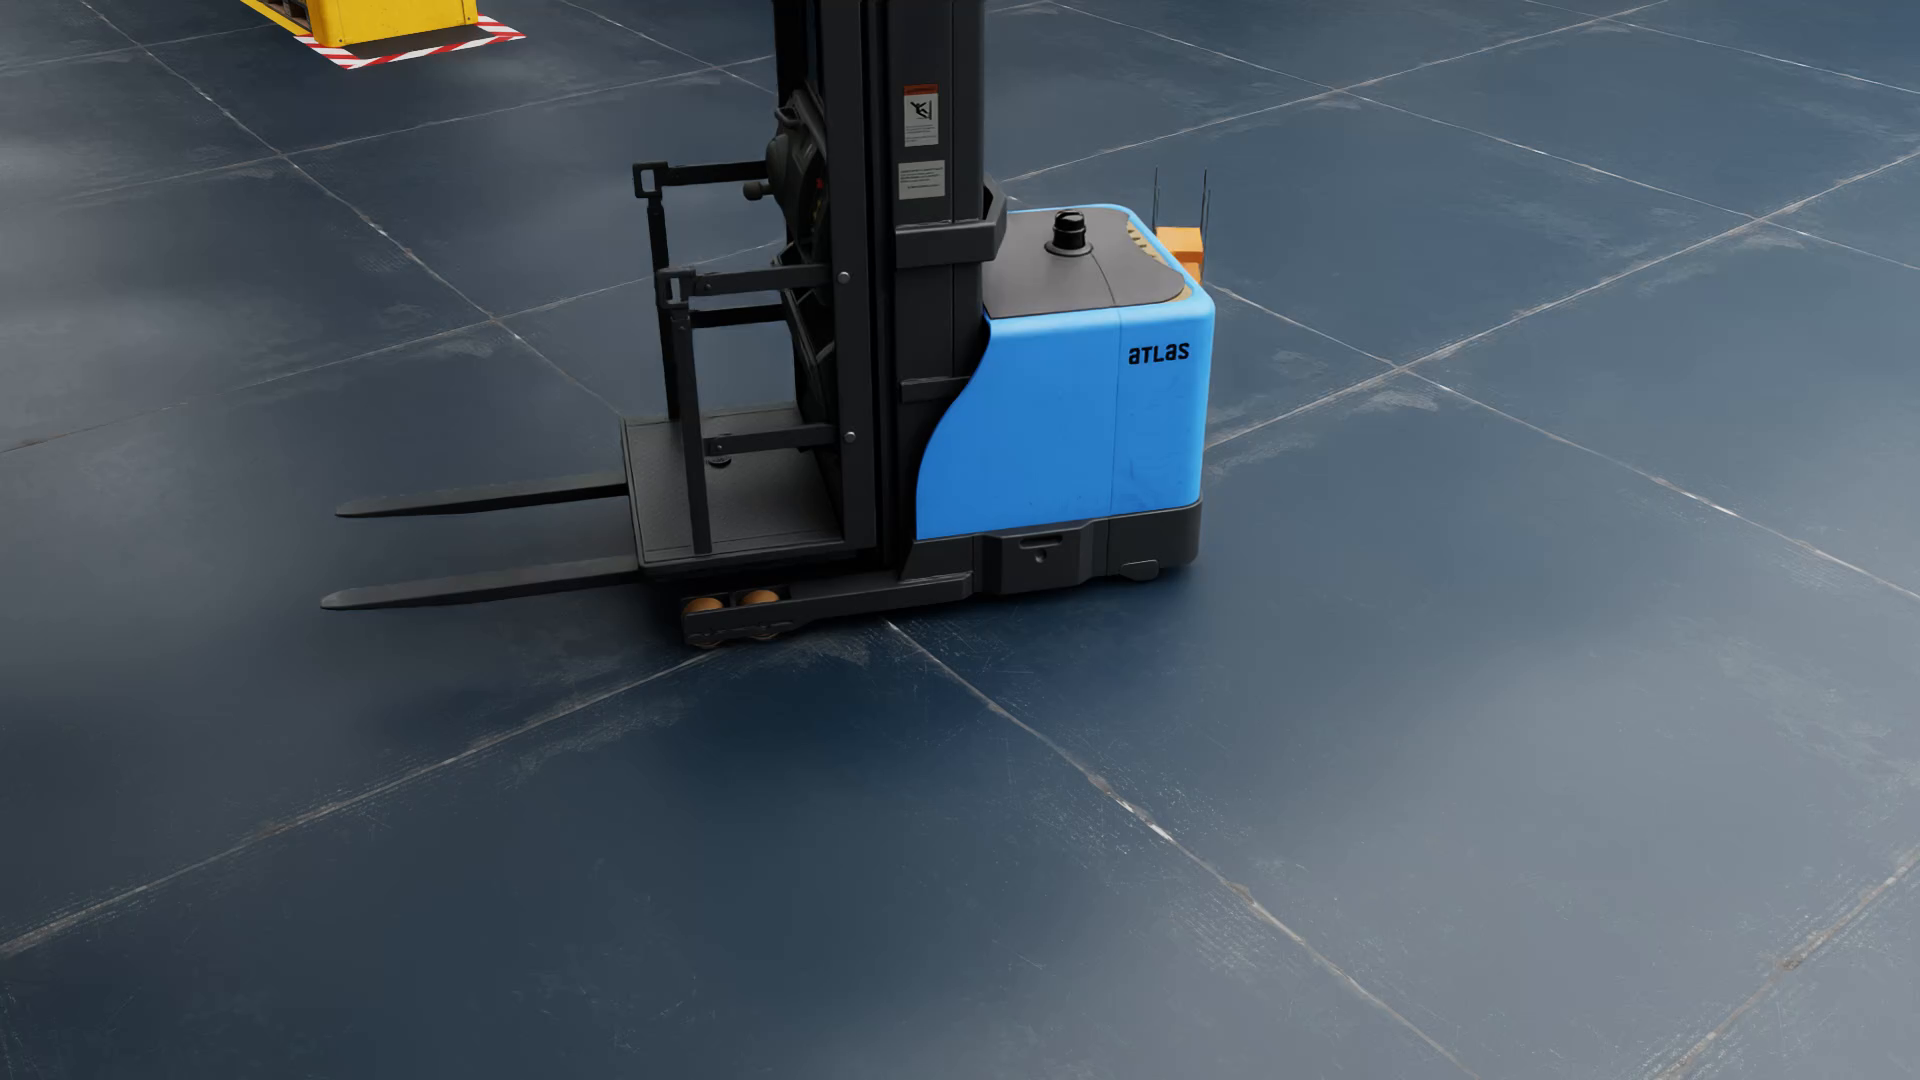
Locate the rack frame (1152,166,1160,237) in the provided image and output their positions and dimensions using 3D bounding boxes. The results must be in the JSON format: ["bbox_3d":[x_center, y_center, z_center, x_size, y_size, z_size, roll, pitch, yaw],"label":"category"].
[{"bbox_3d":[0.729,-0.829,6.448,0.006,1.200,0.240,2,32,3],"label":"rack frame"}]

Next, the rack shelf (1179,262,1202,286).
[{"bbox_3d":[0.821,-0.992,6.340,0.180,0.103,0.258,2,32,3],"label":"rack shelf"}]

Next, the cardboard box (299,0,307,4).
[{"bbox_3d":[-4.750,-4.207,12.389,0.500,0.250,0.500,-22,38,-31],"label":"cardboard box"}]

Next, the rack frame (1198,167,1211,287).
[{"bbox_3d":[0.912,-0.823,6.438,0.006,1.200,0.240,2,32,3],"label":"rack frame"}]

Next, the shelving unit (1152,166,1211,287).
[{"bbox_3d":[0.821,-0.826,6.443,0.189,1.200,0.258,2,32,3],"label":"shelving unit"}]

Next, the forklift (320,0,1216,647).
[{"bbox_3d":[-0.707,-1.188,5.384,3.031,2.935,1.130,-7,33,-11],"label":"forklift"}]

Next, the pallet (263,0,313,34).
[{"bbox_3d":[-4.690,-4.190,12.795,1.003,0.211,1.213,-22,38,-31],"label":"pallet"}]

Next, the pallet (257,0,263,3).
[{"bbox_3d":[-5.434,-4.698,13.613,1.003,0.211,1.213,-22,38,-31],"label":"pallet"}]

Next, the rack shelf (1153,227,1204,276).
[{"bbox_3d":[0.821,-1.094,6.276,0.180,0.103,0.258,2,32,3],"label":"rack shelf"}]

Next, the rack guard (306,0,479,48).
[{"bbox_3d":[-4.173,-3.997,12.212,1.175,0.500,0.348,-22,38,-31],"label":"rack guard"}]
